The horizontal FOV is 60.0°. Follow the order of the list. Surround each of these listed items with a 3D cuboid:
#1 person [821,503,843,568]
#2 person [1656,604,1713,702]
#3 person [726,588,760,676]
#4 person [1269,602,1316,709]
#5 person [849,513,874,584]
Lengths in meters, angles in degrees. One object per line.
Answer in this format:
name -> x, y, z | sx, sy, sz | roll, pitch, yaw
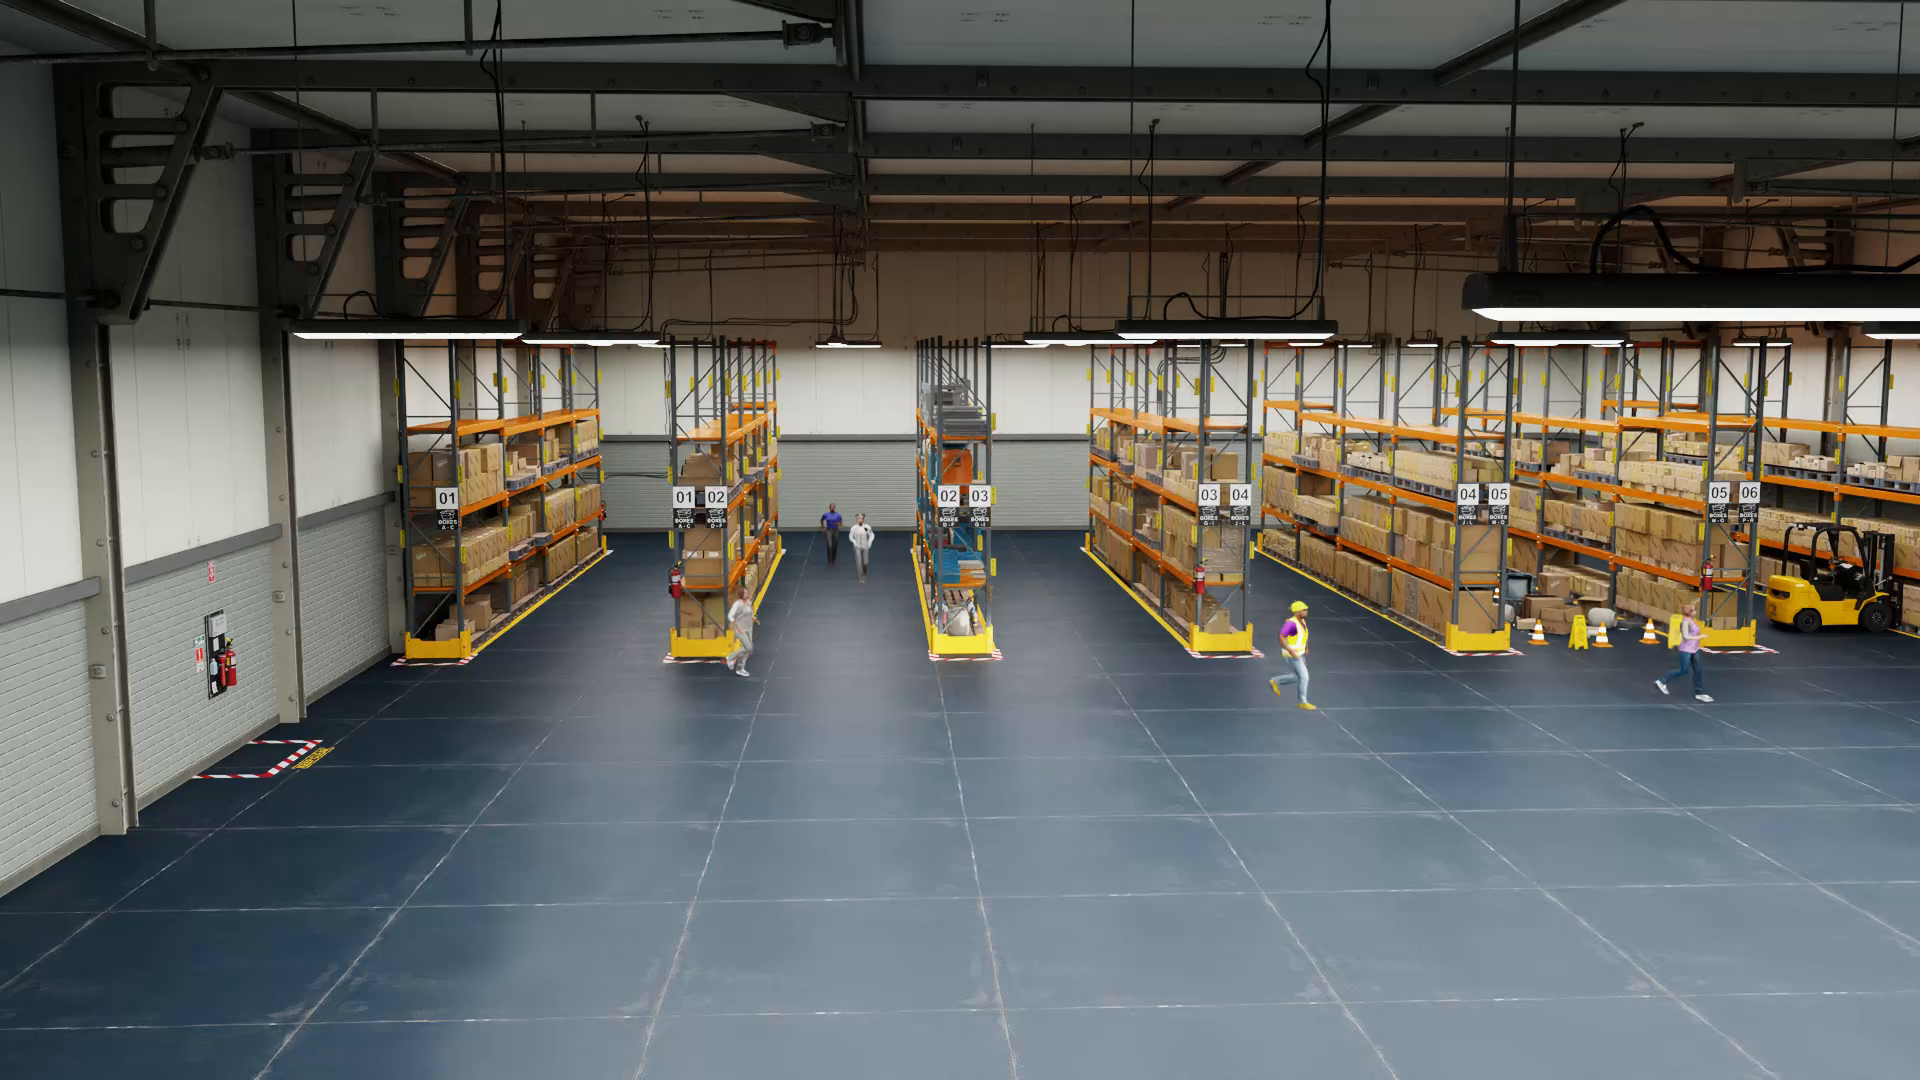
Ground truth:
person -> -3.406, -0.132, 44.319 | 0.557, 1.689, 0.815 | -2, 7, -13
person -> 11.926, 1.826, 27.279 | 0.879, 1.586, 0.544 | 5, 8, 40
person -> -3.830, 1.618, 29.447 | 0.569, 1.569, 0.527 | 4, 8, 31
person -> 5.341, 1.842, 26.739 | 0.788, 1.739, 0.725 | 4, 8, 31
person -> -2.293, 0.200, 38.825 | 0.589, 1.680, 0.528 | 0, 7, -3
